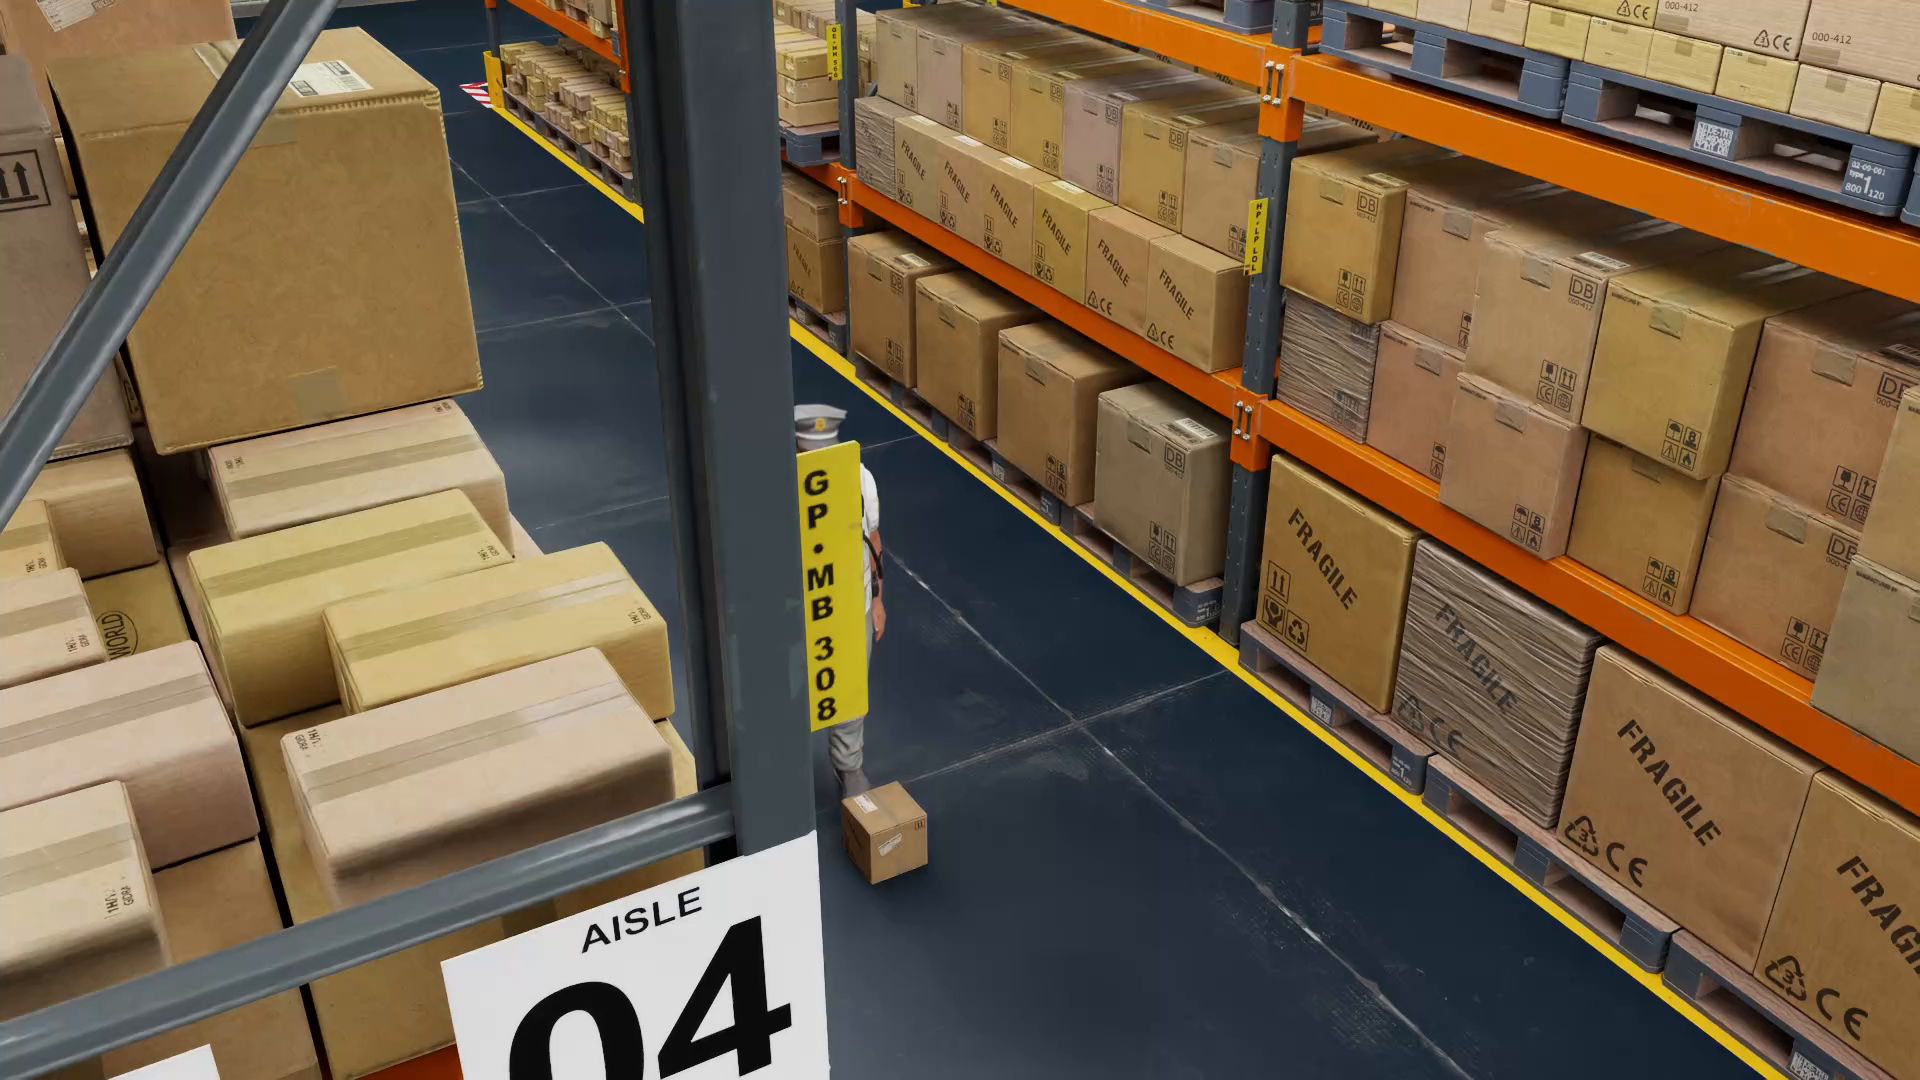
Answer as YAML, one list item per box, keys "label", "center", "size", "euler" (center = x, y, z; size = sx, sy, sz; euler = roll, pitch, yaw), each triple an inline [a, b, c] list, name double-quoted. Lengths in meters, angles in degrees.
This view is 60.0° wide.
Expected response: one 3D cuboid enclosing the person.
- label: "person"
  center: [-0.562, 0.259, 6.603]
  size: [0.548, 1.751, 0.515]
  euler: [-11, 31, -18]
